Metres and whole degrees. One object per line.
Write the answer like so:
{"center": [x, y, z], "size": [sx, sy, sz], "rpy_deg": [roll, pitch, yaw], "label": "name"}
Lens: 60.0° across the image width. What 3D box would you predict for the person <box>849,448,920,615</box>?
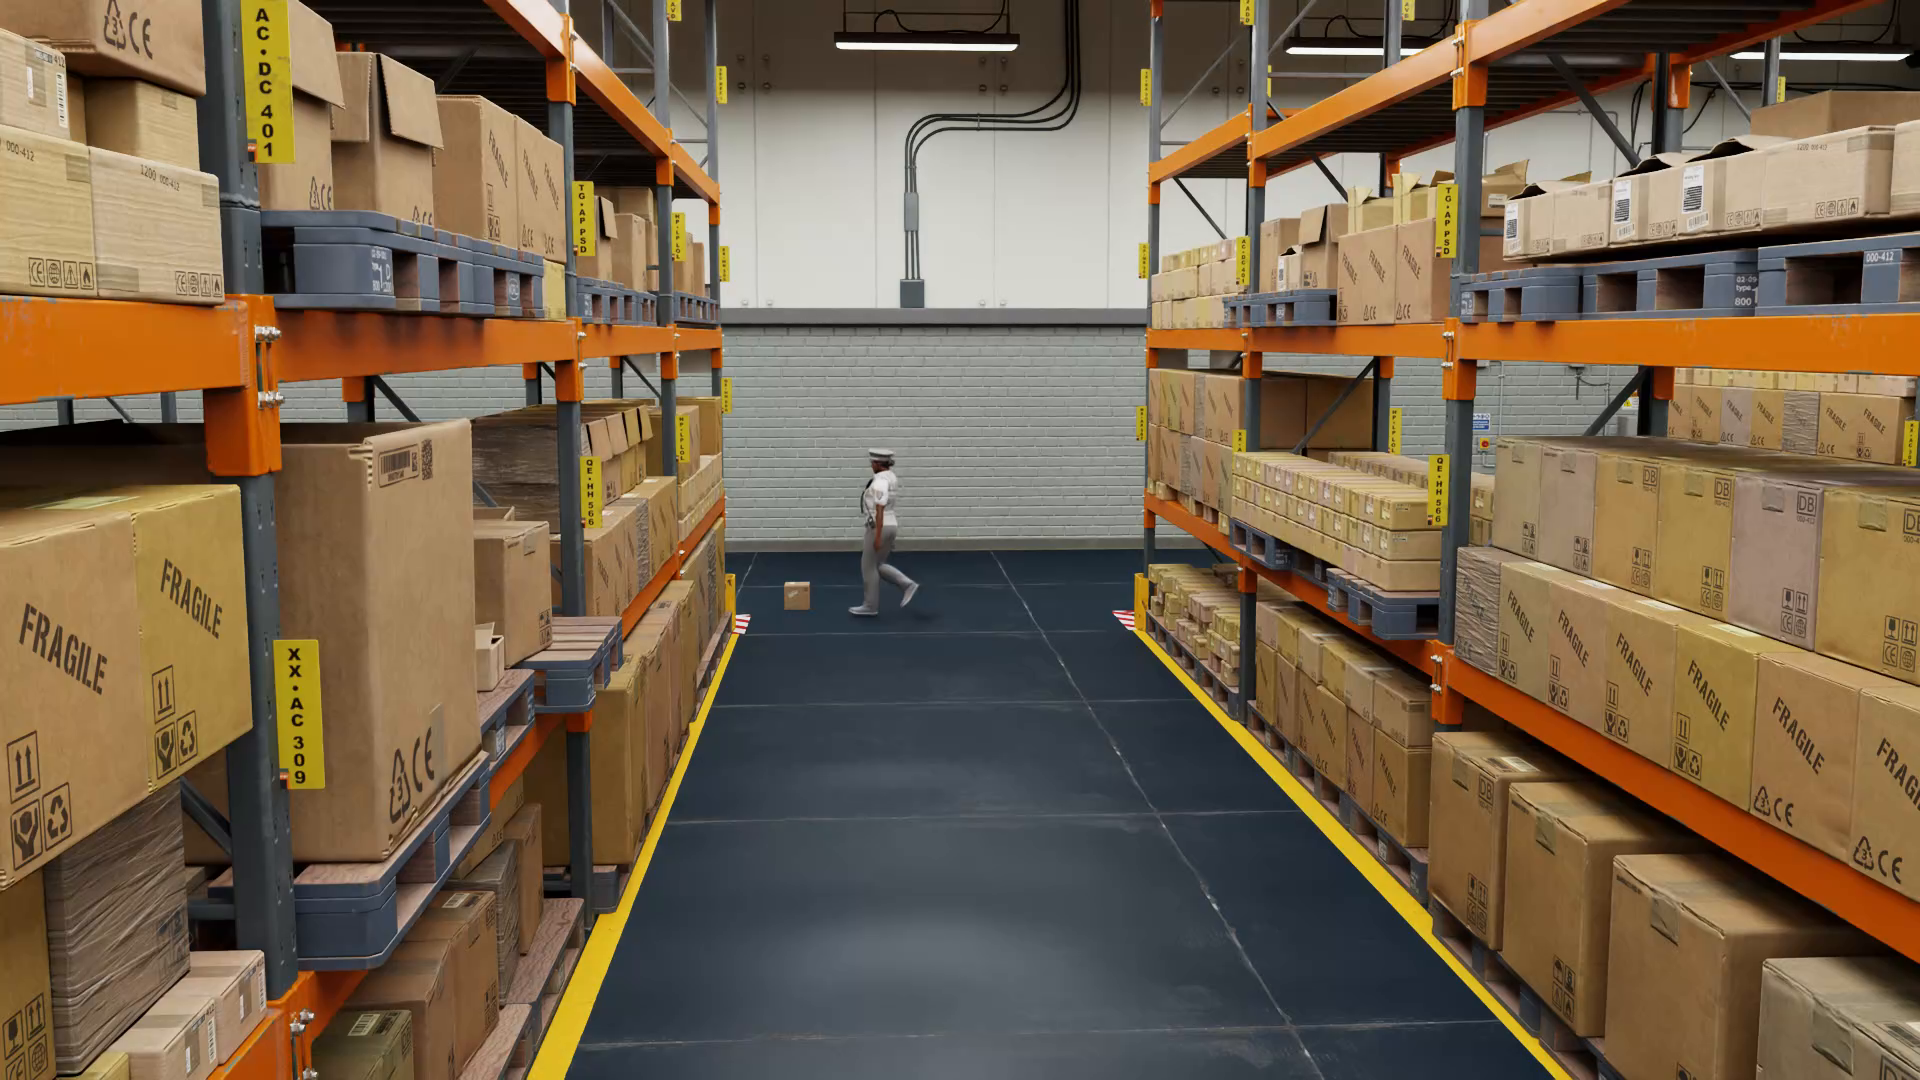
{"center": [-0.748, -0.083, 16.360], "size": [0.673, 1.638, 0.486], "rpy_deg": [2, 7, 18], "label": "person"}
